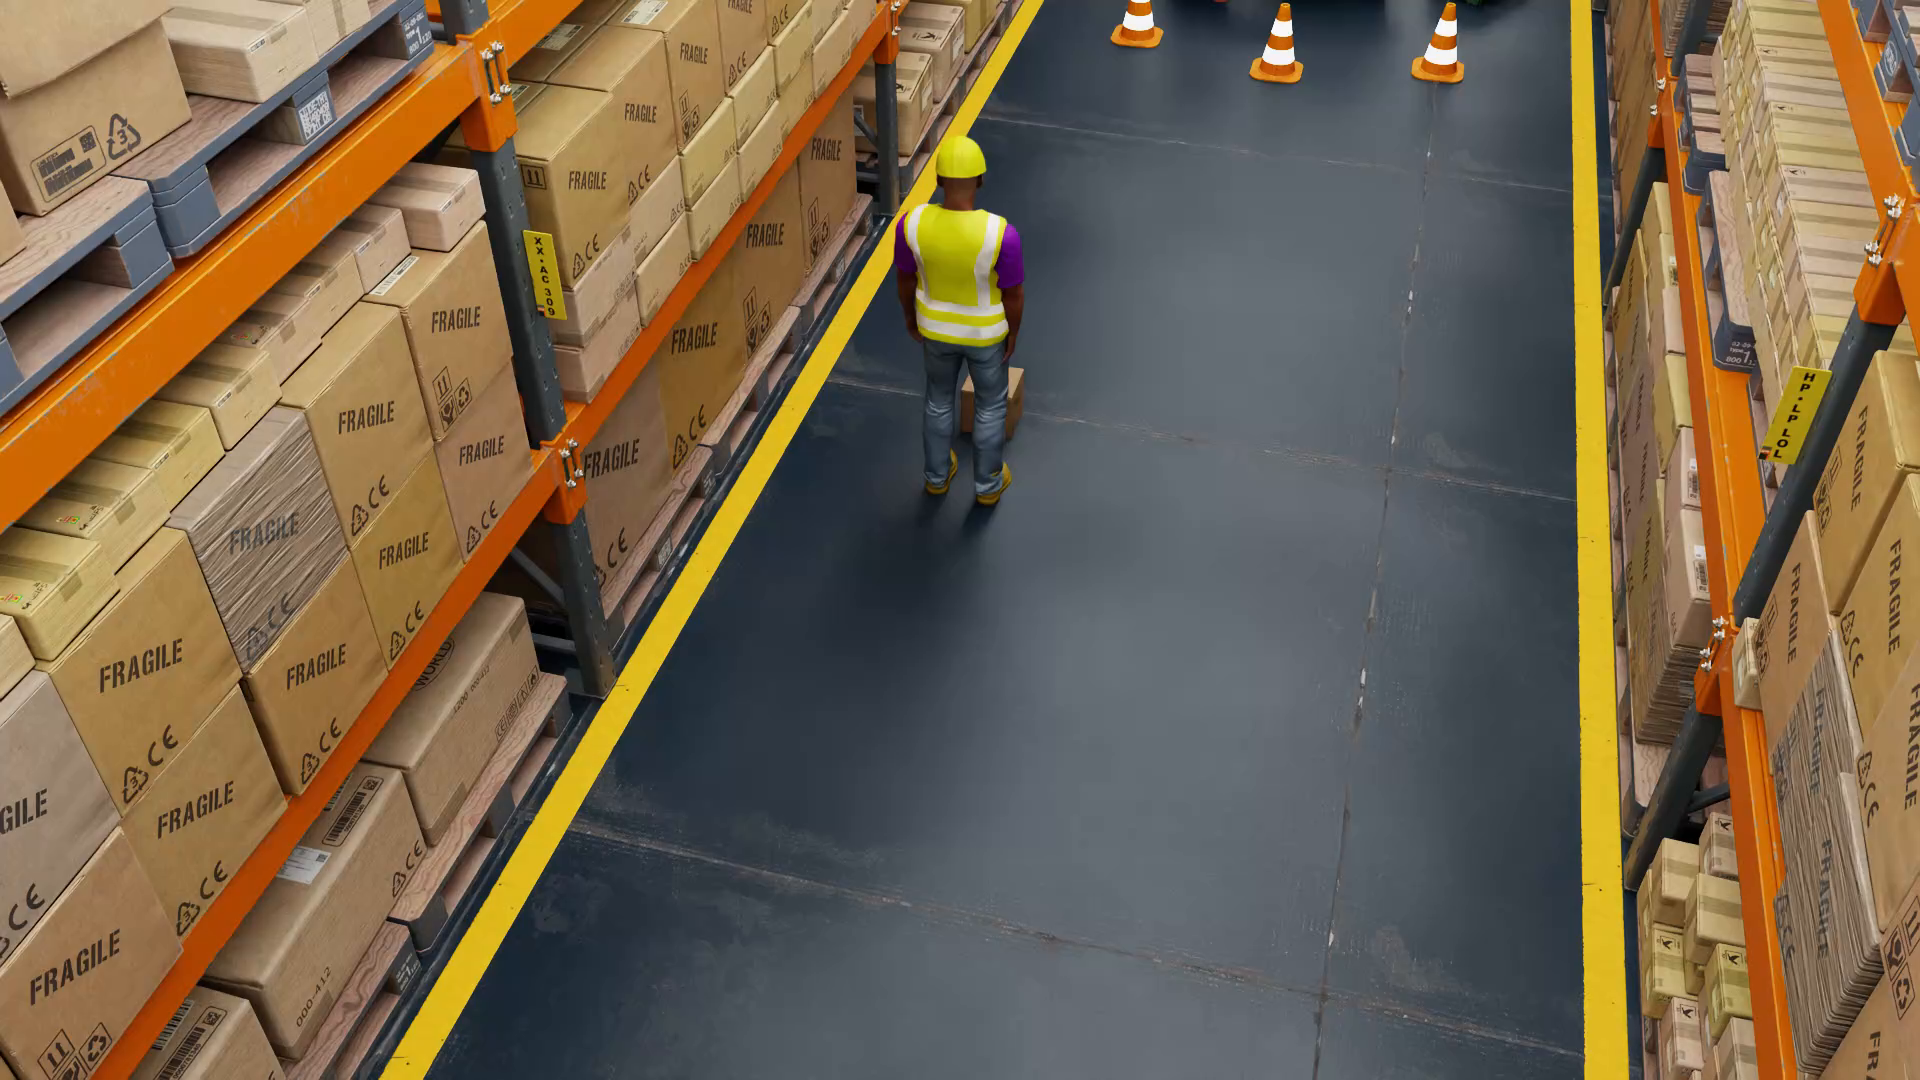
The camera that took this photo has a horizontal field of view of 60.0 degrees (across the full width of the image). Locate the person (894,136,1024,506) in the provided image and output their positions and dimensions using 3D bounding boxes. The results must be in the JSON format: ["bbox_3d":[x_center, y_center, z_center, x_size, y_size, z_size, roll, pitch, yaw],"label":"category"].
[{"bbox_3d":[0.005,-0.930,7.225,0.567,1.768,0.366,11,42,12],"label":"person"}]
